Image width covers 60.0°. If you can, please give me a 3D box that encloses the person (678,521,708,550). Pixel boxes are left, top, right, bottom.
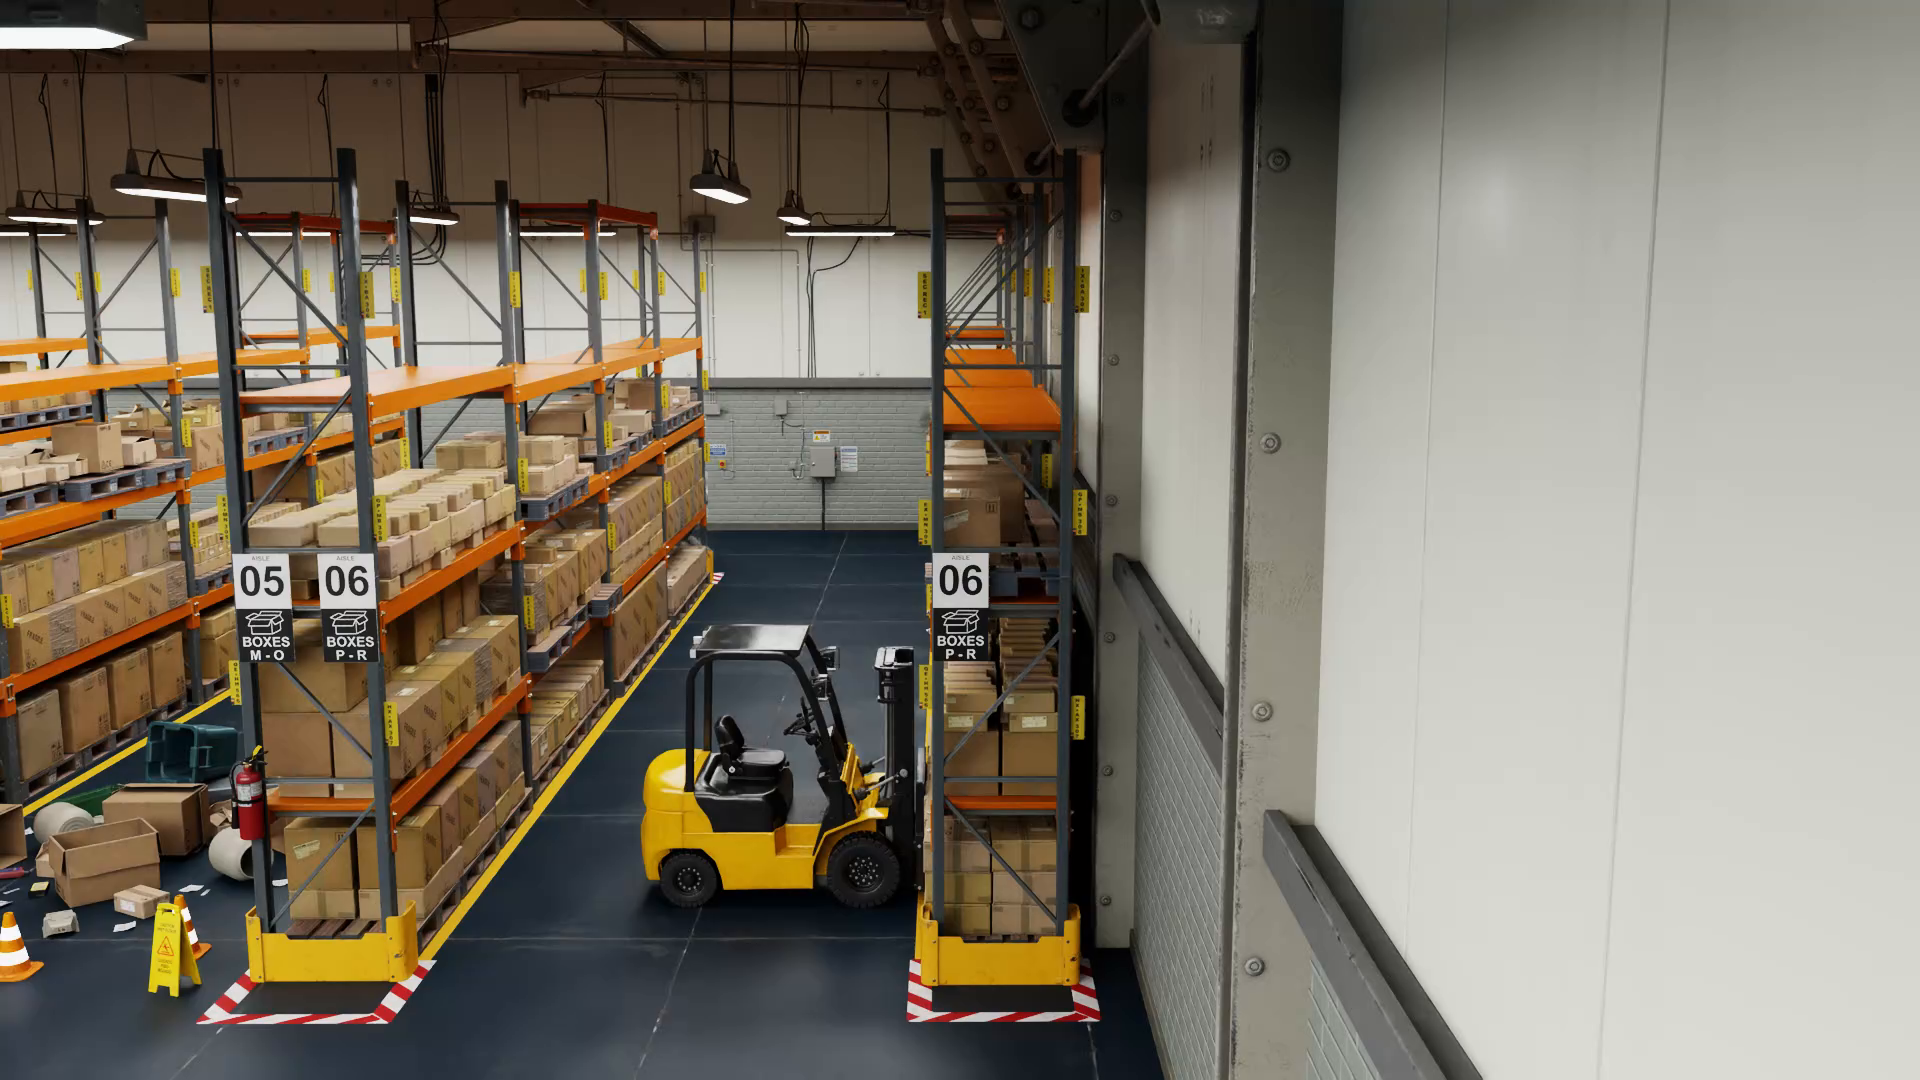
[{"bbox_3d":[-4.836,-0.346,29.312,0.571,1.677,0.756,5,10,27],"label":"person"}]
